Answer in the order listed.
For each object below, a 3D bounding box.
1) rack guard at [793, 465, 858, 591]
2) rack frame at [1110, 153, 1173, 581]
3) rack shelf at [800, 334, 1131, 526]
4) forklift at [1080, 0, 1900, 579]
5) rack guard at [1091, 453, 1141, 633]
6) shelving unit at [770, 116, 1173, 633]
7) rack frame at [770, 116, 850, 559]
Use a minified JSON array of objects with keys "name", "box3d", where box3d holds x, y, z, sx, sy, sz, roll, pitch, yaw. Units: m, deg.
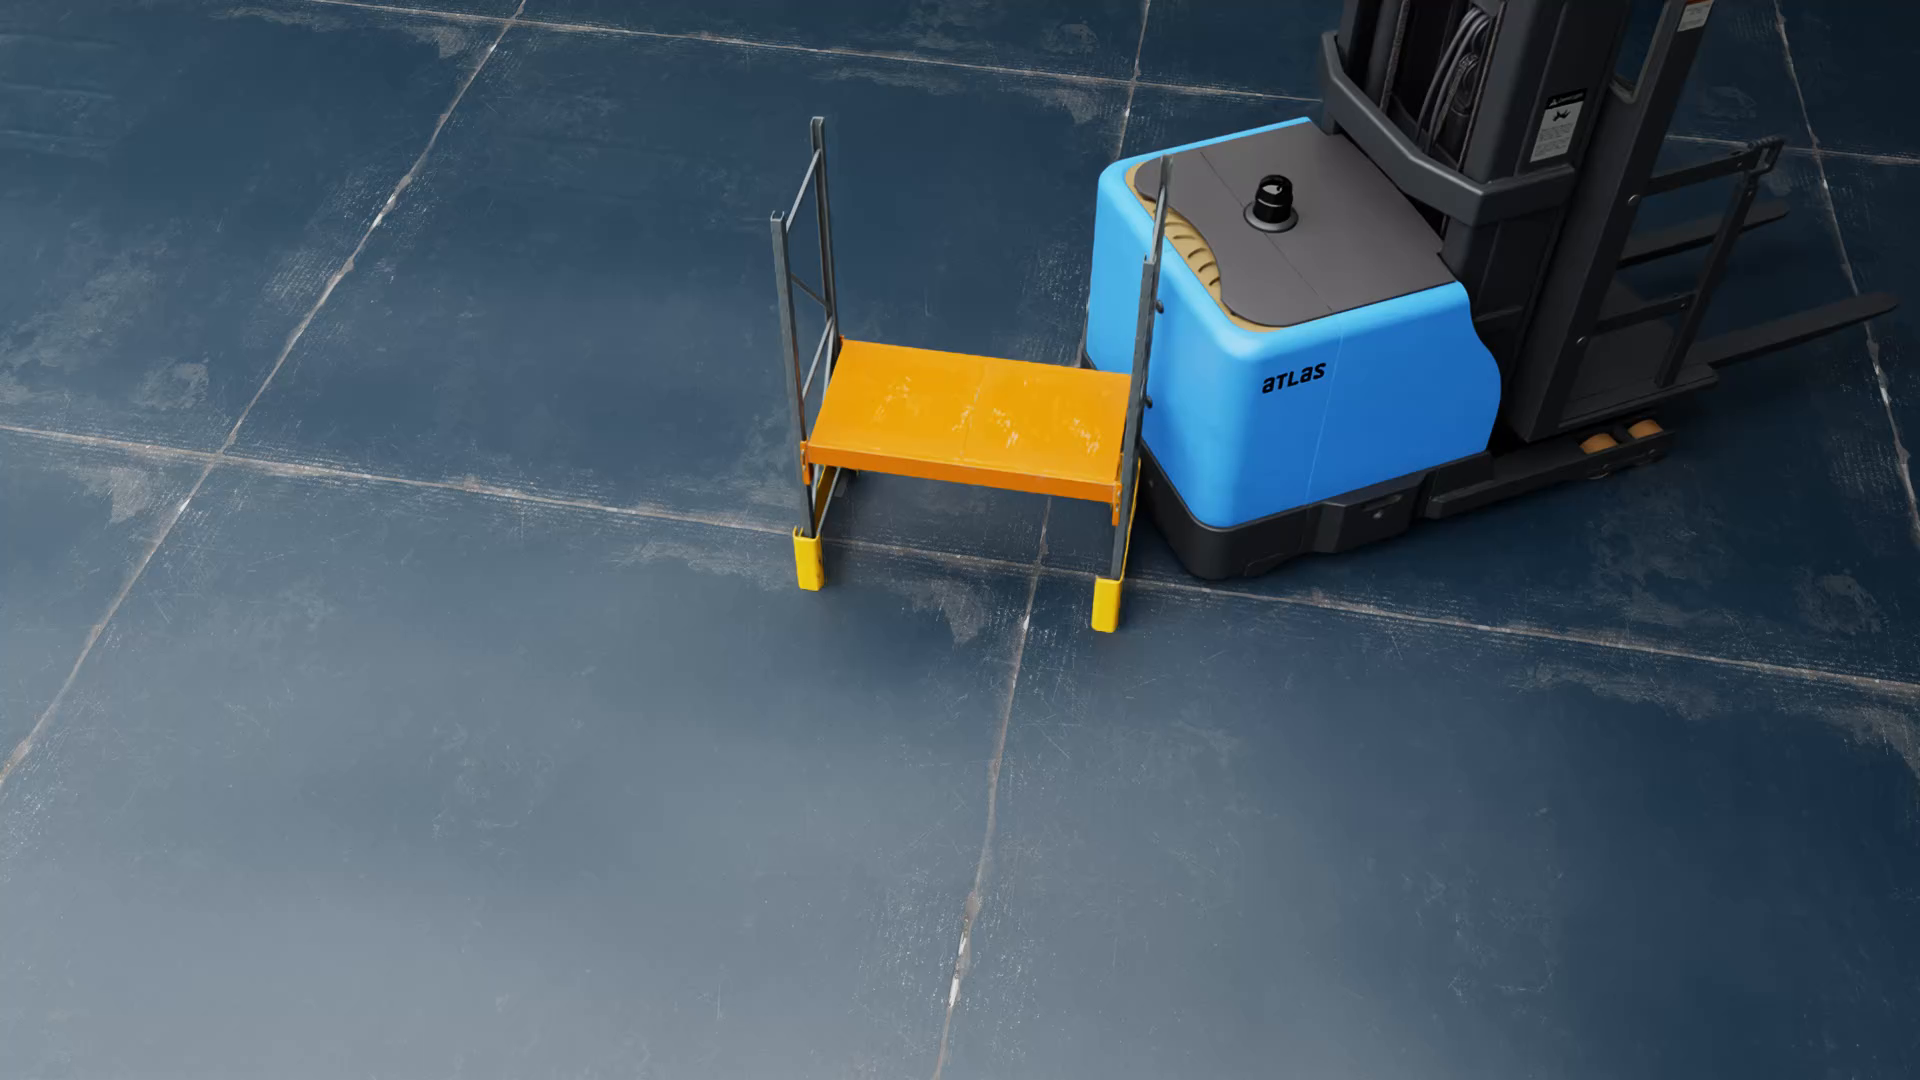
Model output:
[{"name":"rack guard","box3d":[-0.455,-0.130,5.699,0.087,0.250,0.587,8,49,7]},{"name":"rack frame","box3d":[0.544,-0.411,5.111,0.032,1.500,0.500,8,49,7]},{"name":"rack shelf","box3d":[0.044,-0.359,5.307,1.000,0.185,0.538,8,49,7]},{"name":"forklift","box3d":[2.006,-1.548,5.171,3.031,2.935,1.130,-16,50,-14]},{"name":"rack guard","box3d":[0.525,0.004,5.579,0.087,0.250,0.587,8,49,7]},{"name":"shelving unit","box3d":[0.035,-0.481,5.174,1.083,1.500,0.587,8,49,7]},{"name":"rack frame","box3d":[-0.456,-0.548,5.234,0.032,1.500,0.500,8,49,7]}]
